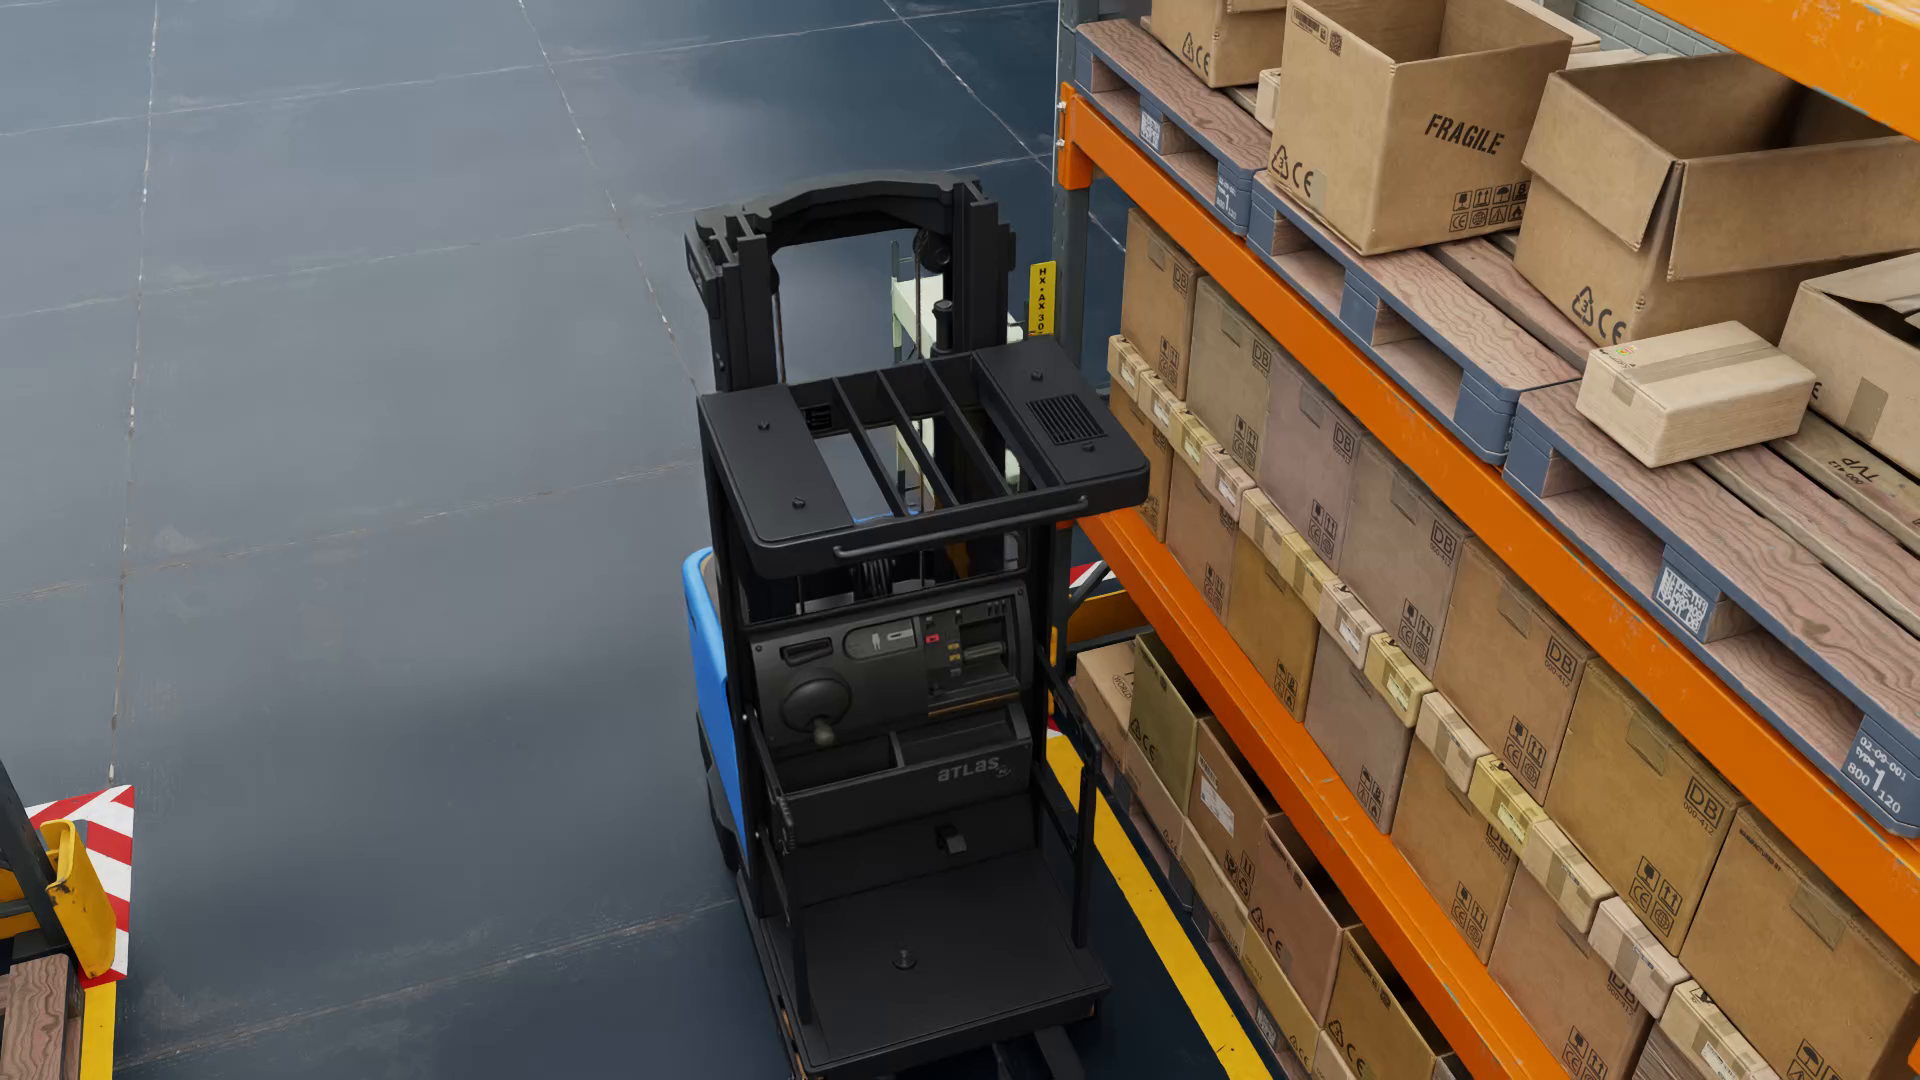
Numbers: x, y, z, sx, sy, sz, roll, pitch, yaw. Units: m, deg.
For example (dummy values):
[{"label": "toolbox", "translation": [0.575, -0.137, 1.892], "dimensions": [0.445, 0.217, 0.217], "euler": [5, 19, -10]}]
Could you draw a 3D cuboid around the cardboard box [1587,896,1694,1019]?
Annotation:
[{"label": "cardboard box", "translation": [1.736, 0.941, 3.945], "dimensions": [0.380, 0.149, 0.250], "euler": [-14, 39, -17]}]

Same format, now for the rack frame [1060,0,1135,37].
[{"label": "rack frame", "translation": [0.830, -3.019, 4.839], "dimensions": [1.000, 3.000, 0.127], "euler": [-12, 39, -16]}]

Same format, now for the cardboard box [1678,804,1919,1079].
[{"label": "cardboard box", "translation": [2.047, 0.830, 3.554], "dimensions": [0.700, 0.500, 0.500], "euler": [-12, 39, -16]}]

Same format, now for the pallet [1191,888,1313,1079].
[{"label": "pallet", "translation": [1.548, 1.603, 6.007], "dimensions": [1.003, 0.211, 1.213], "euler": [-12, 39, -16]}]

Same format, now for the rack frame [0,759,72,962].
[{"label": "rack frame", "translation": [-3.823, 0.401, 5.285], "dimensions": [1.000, 3.000, 0.127], "euler": [-12, 39, -16]}]

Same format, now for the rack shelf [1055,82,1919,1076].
[{"label": "rack shelf", "translation": [1.518, -0.403, 4.458], "dimensions": [1.077, 0.370, 4.000], "euler": [-12, 39, -16]}]

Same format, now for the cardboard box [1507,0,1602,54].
[{"label": "cardboard box", "translation": [1.473, -1.388, 4.827], "dimensions": [0.500, 0.250, 0.500], "euler": [-12, 39, -16]}]

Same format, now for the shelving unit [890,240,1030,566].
[{"label": "shelving unit", "translation": [-0.002, -0.603, 7.864], "dimensions": [0.431, 1.500, 0.755], "euler": [-12, 39, -16]}]

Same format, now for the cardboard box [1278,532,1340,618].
[{"label": "cardboard box", "translation": [1.207, 0.072, 5.100], "dimensions": [0.380, 0.149, 0.250], "euler": [-13, 39, -17]}]

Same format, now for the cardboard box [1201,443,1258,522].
[{"label": "cardboard box", "translation": [1.025, -0.222, 5.490], "dimensions": [0.380, 0.149, 0.250], "euler": [-13, 39, -17]}]

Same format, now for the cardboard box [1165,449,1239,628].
[{"label": "cardboard box", "translation": [1.163, -0.100, 5.867], "dimensions": [0.700, 0.500, 0.500], "euler": [-11, 38, -15]}]

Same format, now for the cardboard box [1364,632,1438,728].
[{"label": "cardboard box", "translation": [1.382, 0.362, 4.715], "dimensions": [0.380, 0.149, 0.250], "euler": [-11, 38, -14]}]

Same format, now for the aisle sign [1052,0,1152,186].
[{"label": "aisle sign", "translation": [0.519, -1.635, 5.827], "dimensions": [0.394, 0.787, 0.004], "euler": [-12, 39, -16]}]

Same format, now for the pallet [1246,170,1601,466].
[{"label": "pallet", "translation": [1.472, -0.690, 4.314], "dimensions": [1.003, 0.211, 1.213], "euler": [-12, 39, -16]}]

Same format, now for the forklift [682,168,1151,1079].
[{"label": "forklift", "translation": [-0.139, 0.476, 5.243], "dimensions": [1.130, 2.935, 3.031], "euler": [-12, 39, -15]}]

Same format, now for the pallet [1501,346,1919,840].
[{"label": "pallet", "translation": [1.888, -0.002, 3.400], "dimensions": [1.003, 0.211, 1.213], "euler": [-12, 39, -16]}]

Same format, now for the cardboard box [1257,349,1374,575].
[{"label": "cardboard box", "translation": [1.357, -0.304, 5.059], "dimensions": [0.700, 0.500, 0.500], "euler": [-12, 39, -16]}]

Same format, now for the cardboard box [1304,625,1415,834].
[{"label": "cardboard box", "translation": [1.514, 0.478, 5.100], "dimensions": [0.700, 0.500, 0.500], "euler": [-11, 38, -15]}]

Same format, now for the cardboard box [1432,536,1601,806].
[{"label": "cardboard box", "translation": [1.701, 0.261, 4.309], "dimensions": [0.700, 0.500, 0.500], "euler": [-12, 39, -16]}]

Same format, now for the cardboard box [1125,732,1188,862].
[{"label": "cardboard box", "translation": [0.981, 0.939, 6.507], "dimensions": [0.500, 0.250, 0.500], "euler": [-12, 39, -16]}]

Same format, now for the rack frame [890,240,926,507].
[{"label": "rack frame", "translation": [-0.128, -0.810, 8.139], "dimensions": [0.400, 1.500, 0.023], "euler": [-12, 39, -16]}]

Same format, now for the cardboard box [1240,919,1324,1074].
[{"label": "cardboard box", "translation": [1.320, 1.505, 5.756], "dimensions": [0.500, 0.250, 0.500], "euler": [-12, 39, -16]}]

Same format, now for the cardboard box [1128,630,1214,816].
[{"label": "cardboard box", "translation": [0.979, 0.640, 6.281], "dimensions": [0.500, 0.500, 0.500], "euler": [-12, 39, -16]}]

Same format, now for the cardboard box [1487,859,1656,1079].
[{"label": "cardboard box", "translation": [1.860, 1.051, 4.338], "dimensions": [0.700, 0.500, 0.500], "euler": [-13, 39, -16]}]

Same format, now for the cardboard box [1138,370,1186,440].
[{"label": "cardboard box", "translation": [0.856, -0.507, 5.868], "dimensions": [0.380, 0.149, 0.250], "euler": [-13, 39, -17]}]

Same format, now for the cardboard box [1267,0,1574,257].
[{"label": "cardboard box", "translation": [1.144, -1.089, 4.222], "dimensions": [0.500, 0.500, 0.500], "euler": [-12, 39, -16]}]

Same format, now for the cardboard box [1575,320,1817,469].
[{"label": "cardboard box", "translation": [1.534, -0.309, 3.478], "dimensions": [0.380, 0.149, 0.250], "euler": [-12, 39, -16]}]

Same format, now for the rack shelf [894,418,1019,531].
[{"label": "rack shelf", "translation": [-0.002, -0.342, 8.060], "dimensions": [0.431, 0.370, 0.720], "euler": [-12, 39, -16]}]

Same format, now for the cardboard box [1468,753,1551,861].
[{"label": "cardboard box", "translation": [1.563, 0.654, 4.327], "dimensions": [0.380, 0.149, 0.250], "euler": [-13, 39, -16]}]

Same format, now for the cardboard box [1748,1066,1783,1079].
[{"label": "cardboard box", "translation": [1.911, 1.229, 3.564], "dimensions": [0.380, 0.149, 0.250], "euler": [-12, 39, -16]}]

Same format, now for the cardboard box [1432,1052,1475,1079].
[{"label": "cardboard box", "translation": [1.680, 1.767, 4.785], "dimensions": [0.500, 0.500, 0.500], "euler": [-12, 39, -16]}]

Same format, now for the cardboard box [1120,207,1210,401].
[{"label": "cardboard box", "translation": [0.996, -0.884, 5.830], "dimensions": [0.700, 0.500, 0.500], "euler": [-12, 39, -16]}]

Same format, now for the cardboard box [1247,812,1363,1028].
[{"label": "cardboard box", "translation": [1.319, 1.206, 5.530], "dimensions": [0.500, 0.500, 0.500], "euler": [-12, 39, -16]}]

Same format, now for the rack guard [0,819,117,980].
[{"label": "rack guard", "translation": [-3.752, 1.433, 5.993], "dimensions": [1.175, 0.500, 0.348], "euler": [-12, 39, -16]}]

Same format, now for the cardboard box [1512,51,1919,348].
[{"label": "cardboard box", "translation": [1.758, -0.782, 3.811], "dimensions": [0.797, 0.503, 0.637], "euler": [-8, 38, -11]}]
